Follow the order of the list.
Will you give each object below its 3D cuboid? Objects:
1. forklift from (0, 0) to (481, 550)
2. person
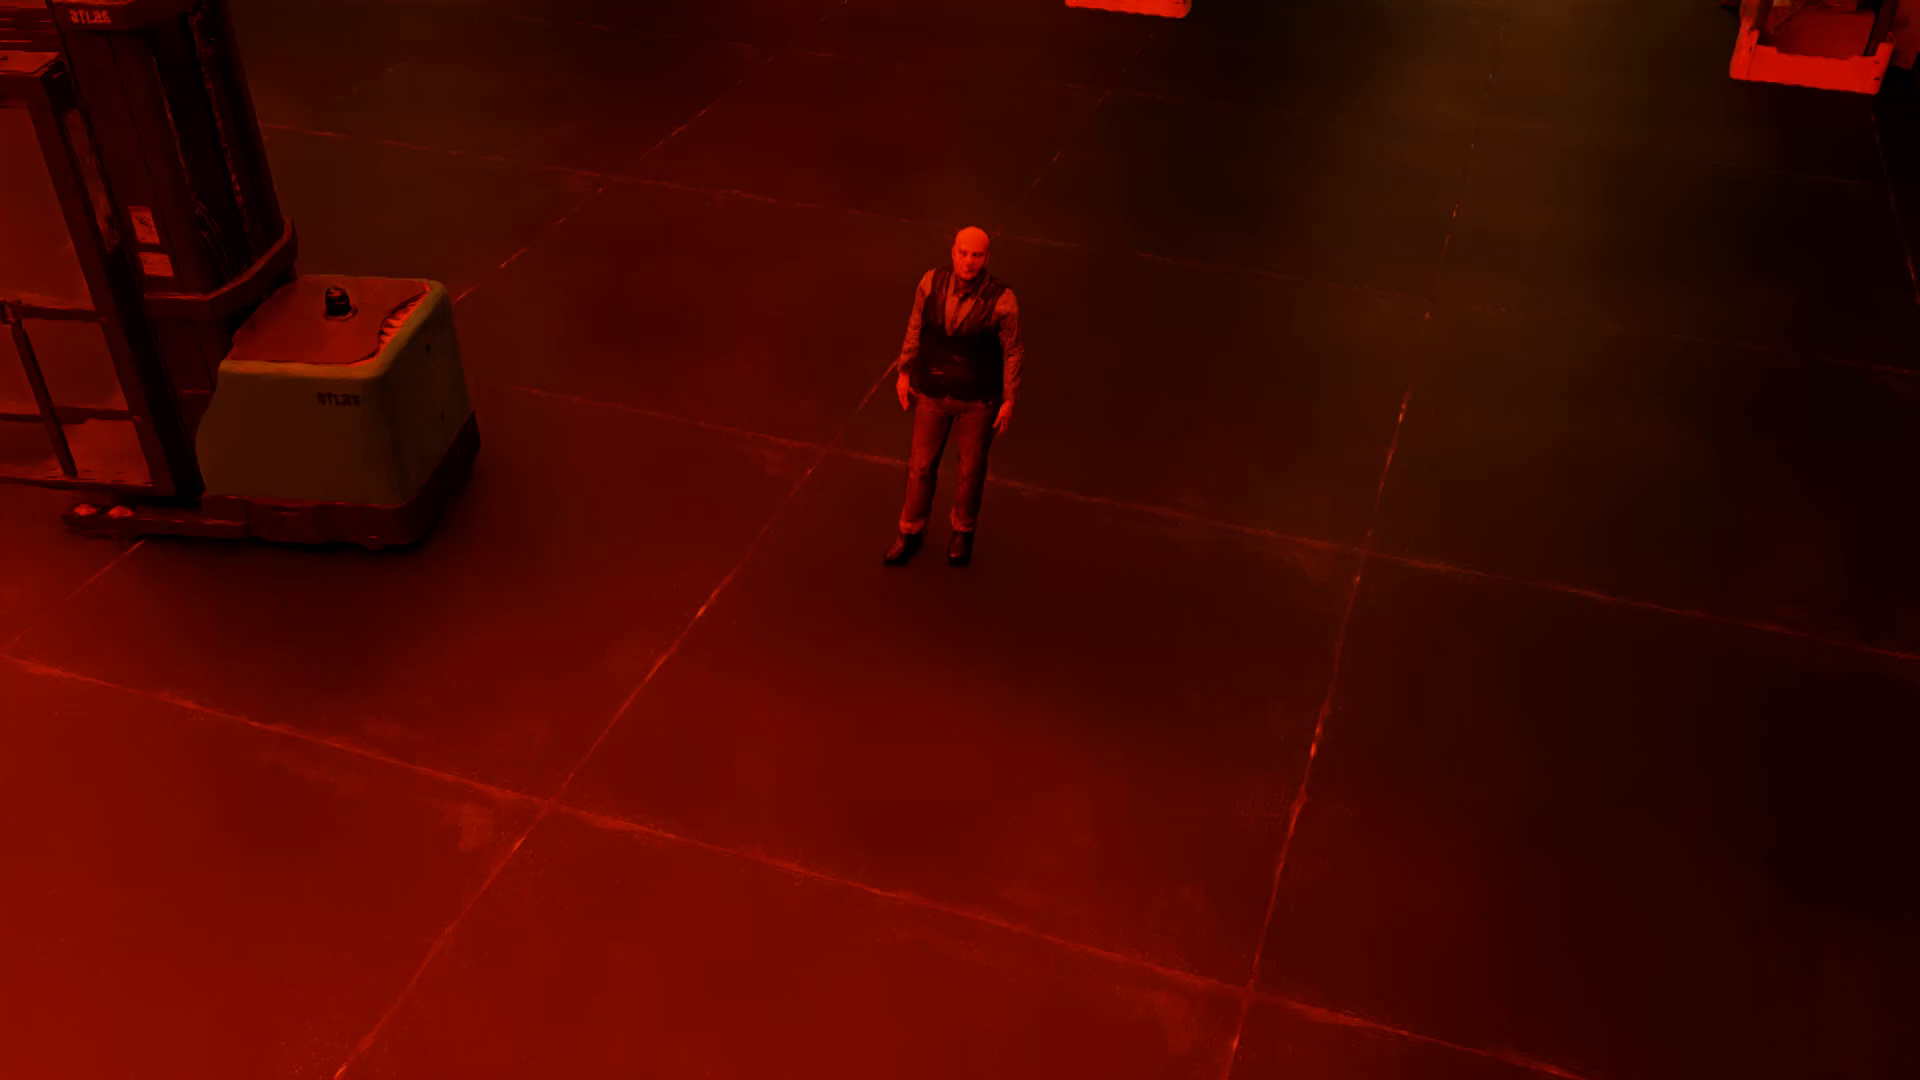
[{"bbox_3d":[-4.218,-1.499,8.225,3.031,2.935,1.130,4,35,5],"label":"forklift"},{"bbox_3d":[-0.028,-0.675,8.097,0.632,1.720,0.567,12,37,16],"label":"person"}]
